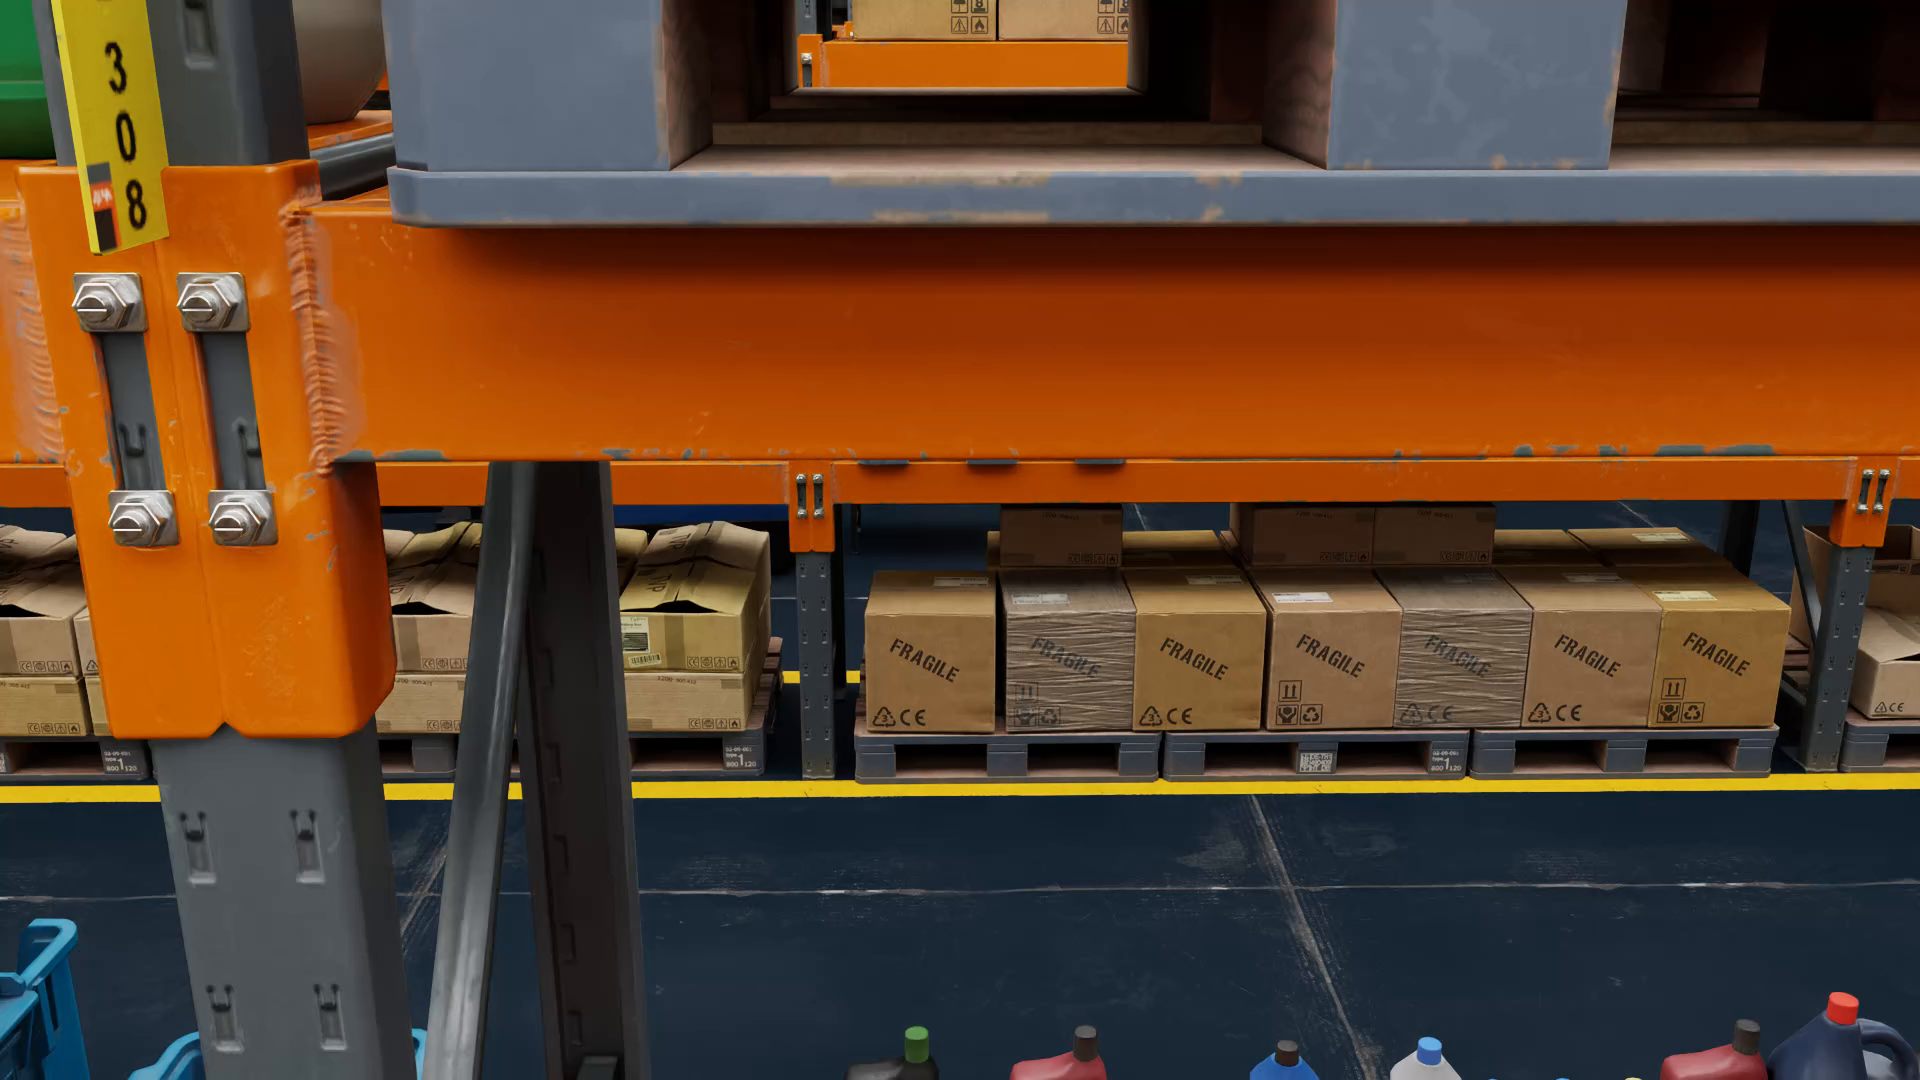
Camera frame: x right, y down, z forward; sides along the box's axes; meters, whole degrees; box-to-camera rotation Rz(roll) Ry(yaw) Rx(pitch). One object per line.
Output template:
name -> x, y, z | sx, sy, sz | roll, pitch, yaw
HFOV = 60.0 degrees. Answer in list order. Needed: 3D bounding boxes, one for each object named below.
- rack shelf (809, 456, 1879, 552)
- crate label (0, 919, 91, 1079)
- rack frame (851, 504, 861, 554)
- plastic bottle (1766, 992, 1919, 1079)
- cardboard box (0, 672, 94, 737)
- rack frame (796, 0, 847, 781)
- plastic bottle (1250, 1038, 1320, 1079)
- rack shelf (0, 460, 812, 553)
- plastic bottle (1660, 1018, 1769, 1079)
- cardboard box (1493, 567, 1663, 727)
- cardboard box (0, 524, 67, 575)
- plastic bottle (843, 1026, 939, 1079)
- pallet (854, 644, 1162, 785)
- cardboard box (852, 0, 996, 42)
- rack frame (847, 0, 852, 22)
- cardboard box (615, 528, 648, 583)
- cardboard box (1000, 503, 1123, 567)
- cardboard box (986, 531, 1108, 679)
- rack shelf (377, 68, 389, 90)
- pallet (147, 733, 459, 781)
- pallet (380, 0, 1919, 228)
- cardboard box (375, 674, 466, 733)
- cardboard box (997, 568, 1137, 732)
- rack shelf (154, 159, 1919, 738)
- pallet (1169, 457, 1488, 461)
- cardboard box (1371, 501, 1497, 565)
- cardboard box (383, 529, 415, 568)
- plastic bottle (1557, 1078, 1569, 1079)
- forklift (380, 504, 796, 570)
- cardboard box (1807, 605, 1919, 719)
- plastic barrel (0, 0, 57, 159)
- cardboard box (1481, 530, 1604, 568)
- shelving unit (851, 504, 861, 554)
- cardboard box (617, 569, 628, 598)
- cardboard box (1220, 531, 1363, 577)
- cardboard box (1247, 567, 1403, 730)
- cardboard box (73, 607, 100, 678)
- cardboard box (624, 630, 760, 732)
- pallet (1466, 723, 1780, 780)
rack shelf -> 1.432, -0.296, 6.737 | 4.000, 0.370, 1.077 | 0, 18, -1
crate label -> -1.491, 0.789, 2.118 | 0.616, 0.435, 0.502 | 0, 18, -1
rack frame -> -0.594, -0.711, 9.310 | 0.032, 1.500, 0.500 | 0, 18, -1
plastic bottle -> 1.207, 0.782, 2.280 | 0.185, 0.351, 0.144 | 0, 18, -1
cardboard box -> -3.649, 0.572, 6.669 | 0.500, 0.250, 0.500 | 0, 18, 1
rack frame -> -0.567, -0.629, 6.597 | 0.127, 3.000, 1.000 | 0, 18, -1
plastic bottle -> 0.446, 0.816, 2.303 | 0.097, 0.271, 0.097 | 0, 18, 0
rack shelf -> -2.567, -0.277, 6.677 | 4.000, 0.370, 1.077 | 0, 18, -1
plastic bottle -> 1.048, 0.802, 2.328 | 0.133, 0.283, 0.061 | 0, 18, -1
cardboard box -> 2.449, 0.423, 6.692 | 0.500, 0.500, 0.500 | 0, 18, -1
cardboard box -> -4.167, 0.143, 7.086 | 0.500, 0.311, 0.500 | 0, 18, -1
plastic bottle -> -0.095, 0.807, 2.311 | 0.133, 0.283, 0.061 | 0, 18, -1
pallet -> 0.180, 0.707, 6.998 | 1.213, 0.211, 1.003 | 0, 18, -1
cardboard box -> -0.132, -2.117, 6.162 | 0.500, 0.500, 0.910 | 0, 18, -1
rack frame -> -0.649, -2.142, 11.313 | 0.127, 3.000, 1.000 | 0, 18, -1
cardboard box -> -1.621, 0.132, 7.123 | 0.500, 0.311, 0.500 | -1, 18, -2
cardboard box -> 0.420, -0.083, 7.039 | 0.500, 0.250, 0.500 | 0, 18, 1
cardboard box -> 0.364, 0.276, 7.149 | 0.500, 0.500, 0.500 | 0, 18, 1
rack shelf -> -2.567, -1.705, 6.218 | 4.000, 0.370, 1.077 | 0, 18, -1
pallet -> -2.608, 0.696, 7.032 | 1.213, 0.211, 1.003 | 0, 18, -1
pallet -> 0.273, -0.428, 1.370 | 1.213, 0.211, 1.003 | 0, 18, -1
cardboard box -> -2.108, 0.563, 6.697 | 0.500, 0.250, 0.500 | 0, 18, 0
cardboard box -> 0.416, 0.433, 6.659 | 0.500, 0.500, 0.500 | -1, 18, -3
rack shelf -> 1.507, -0.211, 1.562 | 4.000, 0.370, 1.077 | 0, 18, -1
pallet -> 1.377, -0.548, 6.660 | 1.213, 0.211, 1.003 | 0, 18, -1
cardboard box -> 1.945, -0.092, 7.067 | 0.500, 0.250, 0.500 | 0, 18, -1
cardboard box -> -2.645, 0.136, 7.109 | 0.500, 0.311, 0.500 | 0, 18, -2
plastic bottle -> 0.835, 0.848, 2.320 | 0.097, 0.201, 0.097 | 0, 18, 0
forklift -> -2.319, -1.324, 8.877 | 3.031, 2.935, 1.130 | -2, 18, -5
cardboard box -> 3.855, 0.487, 6.801 | 0.500, 0.311, 0.500 | 0, 18, -1
plastic barrel -> -0.739, -0.453, 1.394 | 0.294, 0.245, 0.294 | 0, 18, 0
cardboard box -> 2.411, 0.267, 7.178 | 0.500, 0.500, 0.500 | 0, 18, 0
shelving unit -> -0.085, -0.714, 9.317 | 1.048, 1.500, 0.538 | 0, 18, -1
cardboard box -> -1.607, 0.296, 6.611 | 0.500, 0.311, 0.500 | -1, 18, -2
cardboard box -> 1.406, 0.269, 7.170 | 0.500, 0.500, 0.500 | -1, 18, -3
cardboard box -> 1.439, 0.428, 6.675 | 0.500, 0.500, 0.500 | -1, 18, -3
cardboard box -> -3.132, 0.303, 6.587 | 0.500, 0.311, 0.500 | -1, 18, -3
cardboard box -> -1.090, 0.558, 6.713 | 0.500, 0.250, 0.500 | 0, 18, 0
pallet -> 2.619, 0.695, 7.035 | 1.213, 0.211, 1.003 | 0, 18, -1
